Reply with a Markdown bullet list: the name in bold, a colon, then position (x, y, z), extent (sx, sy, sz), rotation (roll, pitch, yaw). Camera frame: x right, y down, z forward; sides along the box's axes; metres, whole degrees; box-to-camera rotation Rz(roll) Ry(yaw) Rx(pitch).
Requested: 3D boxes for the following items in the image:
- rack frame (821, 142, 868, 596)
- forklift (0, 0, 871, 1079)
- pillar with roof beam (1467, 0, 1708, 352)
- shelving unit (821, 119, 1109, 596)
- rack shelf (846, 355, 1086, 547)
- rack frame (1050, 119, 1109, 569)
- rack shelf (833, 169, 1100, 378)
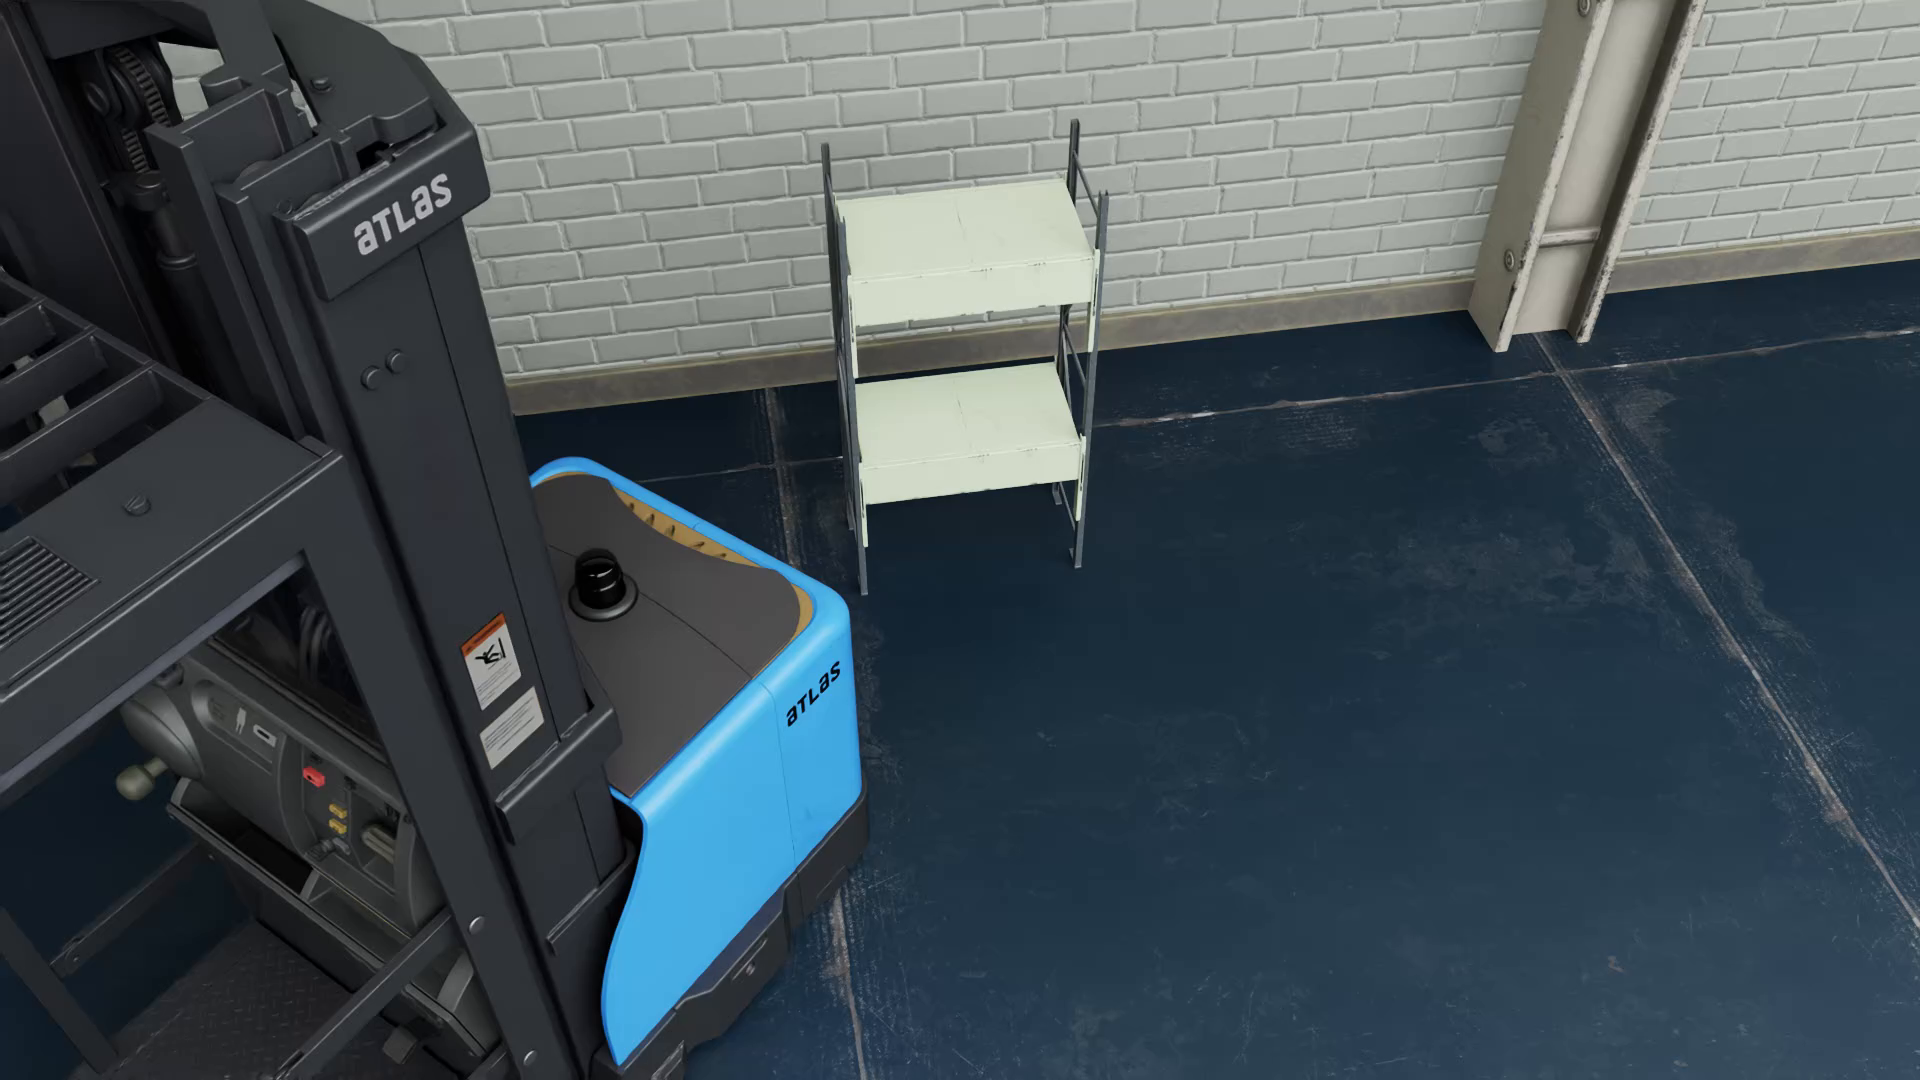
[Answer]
- **rack frame**: position (-0.354, -0.476, 5.167), extent (0.023, 1.500, 0.400), rotation (-7, 46, -7)
- **forklift**: position (-1.514, 0.547, 3.188), extent (1.130, 2.935, 3.031), rotation (27, 52, 23)
- **pillar with roof beam**: position (2.976, -0.930, 0.397), extent (0.400, 9.000, 9.100), rotation (-7, 46, -7)
- **shelving unit**: position (0.007, -0.521, 5.211), extent (0.755, 1.500, 0.431), rotation (-7, 46, -7)
- **rack shelf**: position (0.007, -0.295, 5.445), extent (0.720, 0.370, 0.431), rotation (-7, 46, -7)
- **rack frame**: position (0.367, -0.566, 5.254), extent (0.023, 1.500, 0.400), rotation (-7, 46, -7)
- **rack shelf**: position (0.007, -0.792, 4.930), extent (0.720, 0.370, 0.431), rotation (-7, 46, -7)
